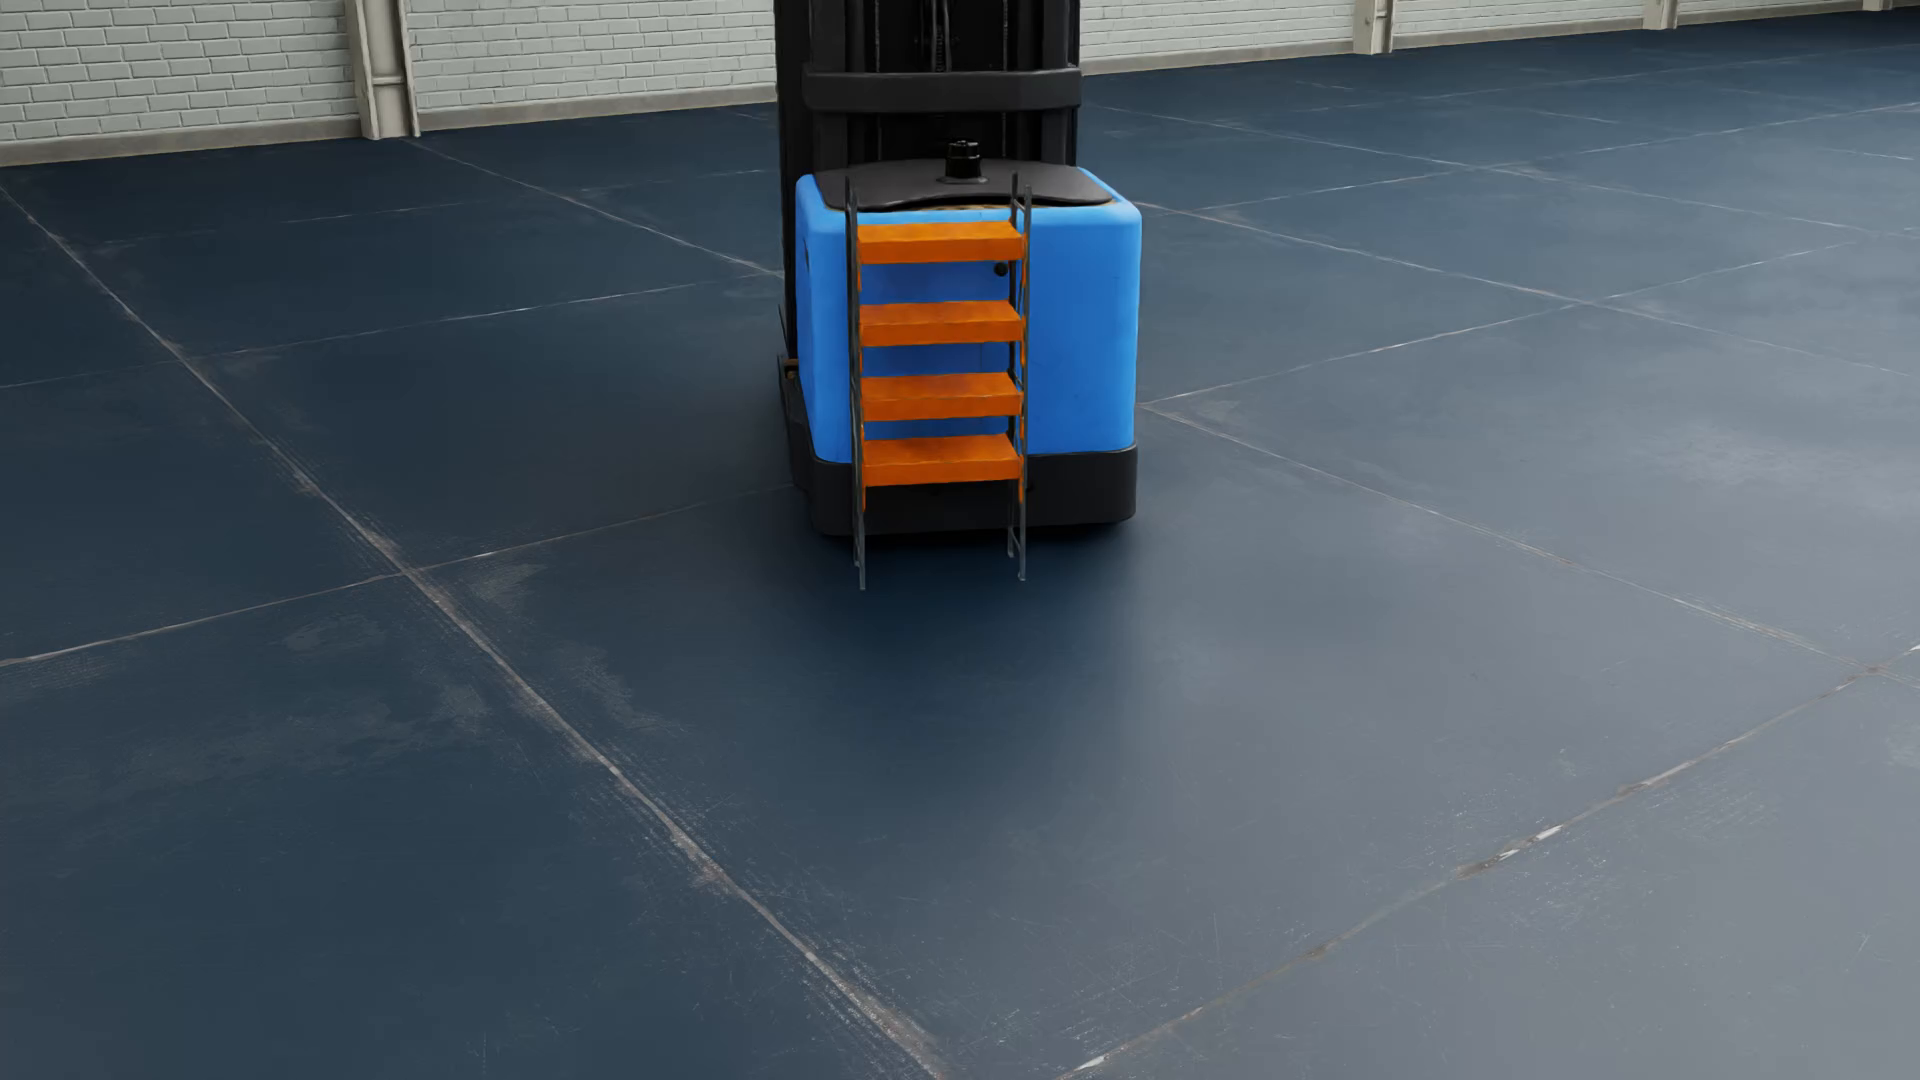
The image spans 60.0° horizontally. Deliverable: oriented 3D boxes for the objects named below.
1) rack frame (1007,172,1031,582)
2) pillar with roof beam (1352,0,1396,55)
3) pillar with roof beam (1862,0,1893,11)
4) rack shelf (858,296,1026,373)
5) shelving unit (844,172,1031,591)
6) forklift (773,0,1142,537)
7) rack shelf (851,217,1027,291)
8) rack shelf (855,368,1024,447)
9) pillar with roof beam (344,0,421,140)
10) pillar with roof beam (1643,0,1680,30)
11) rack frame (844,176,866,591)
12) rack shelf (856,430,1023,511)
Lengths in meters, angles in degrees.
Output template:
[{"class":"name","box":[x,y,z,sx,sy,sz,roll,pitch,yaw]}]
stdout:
[{"class":"rack frame","box":[0.174,-0.473,4.963,0.015,1.200,0.240,-3,22,-8]},{"class":"pillar with roof beam","box":[7.536,-8.833,15.389,0.400,9.000,9.100,-15,26,-33]},{"class":"pillar with roof beam","box":[17.277,-11.430,21.899,0.400,9.000,9.100,-15,26,-33]},{"class":"rack shelf","box":[-0.067,-0.605,4.872,0.480,0.148,0.258,-3,22,-8]},{"class":"shelving unit","box":[-0.067,-0.460,4.930,0.503,1.200,0.258,-3,22,-8]},{"class":"forklift","box":[-0.151,-1.883,6.159,1.130,2.935,3.031,-3,22,-8]},{"class":"rack shelf","box":[-0.067,-0.825,4.784,0.480,0.148,0.258,-3,22,-8]},{"class":"rack shelf","box":[-0.067,-0.398,4.955,0.480,0.148,0.258,-3,22,-8]},{"class":"pillar with roof beam","box":[-2.205,-6.235,8.880,0.400,9.000,9.100,-15,26,-33]},{"class":"pillar with roof beam","box":[12.406,-10.131,18.644,0.400,9.000,9.100,-15,26,-33]},{"class":"rack frame","box":[-0.309,-0.447,4.898,0.015,1.200,0.240,-3,22,-8]},{"class":"rack shelf","box":[-0.067,-0.213,5.029,0.480,0.148,0.258,-3,22,-8]}]
